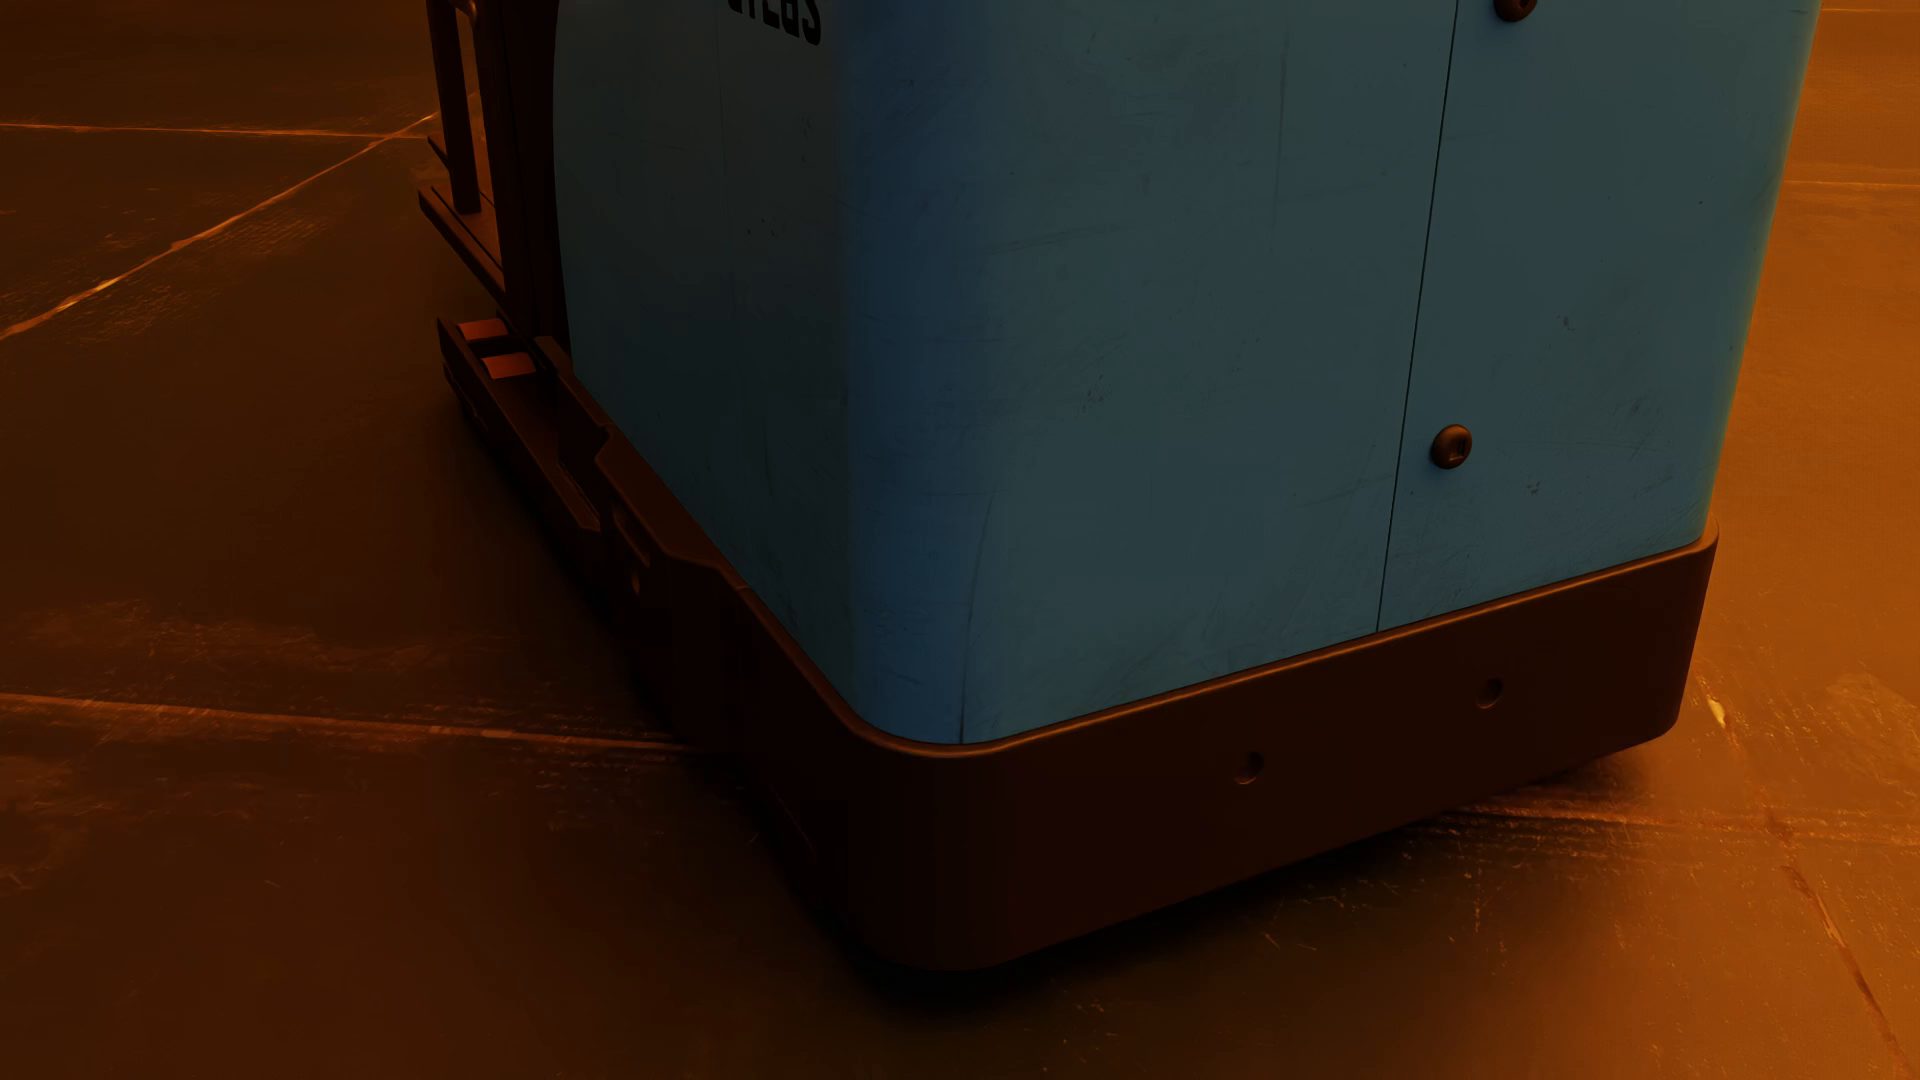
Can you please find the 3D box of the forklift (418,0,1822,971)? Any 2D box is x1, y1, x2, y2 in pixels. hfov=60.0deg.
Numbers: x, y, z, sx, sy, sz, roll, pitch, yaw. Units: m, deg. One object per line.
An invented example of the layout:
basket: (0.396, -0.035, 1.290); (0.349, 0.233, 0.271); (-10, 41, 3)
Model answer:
forklift: (-0.270, -1.540, 2.304); (1.130, 2.935, 3.031); (-13, 29, -24)
